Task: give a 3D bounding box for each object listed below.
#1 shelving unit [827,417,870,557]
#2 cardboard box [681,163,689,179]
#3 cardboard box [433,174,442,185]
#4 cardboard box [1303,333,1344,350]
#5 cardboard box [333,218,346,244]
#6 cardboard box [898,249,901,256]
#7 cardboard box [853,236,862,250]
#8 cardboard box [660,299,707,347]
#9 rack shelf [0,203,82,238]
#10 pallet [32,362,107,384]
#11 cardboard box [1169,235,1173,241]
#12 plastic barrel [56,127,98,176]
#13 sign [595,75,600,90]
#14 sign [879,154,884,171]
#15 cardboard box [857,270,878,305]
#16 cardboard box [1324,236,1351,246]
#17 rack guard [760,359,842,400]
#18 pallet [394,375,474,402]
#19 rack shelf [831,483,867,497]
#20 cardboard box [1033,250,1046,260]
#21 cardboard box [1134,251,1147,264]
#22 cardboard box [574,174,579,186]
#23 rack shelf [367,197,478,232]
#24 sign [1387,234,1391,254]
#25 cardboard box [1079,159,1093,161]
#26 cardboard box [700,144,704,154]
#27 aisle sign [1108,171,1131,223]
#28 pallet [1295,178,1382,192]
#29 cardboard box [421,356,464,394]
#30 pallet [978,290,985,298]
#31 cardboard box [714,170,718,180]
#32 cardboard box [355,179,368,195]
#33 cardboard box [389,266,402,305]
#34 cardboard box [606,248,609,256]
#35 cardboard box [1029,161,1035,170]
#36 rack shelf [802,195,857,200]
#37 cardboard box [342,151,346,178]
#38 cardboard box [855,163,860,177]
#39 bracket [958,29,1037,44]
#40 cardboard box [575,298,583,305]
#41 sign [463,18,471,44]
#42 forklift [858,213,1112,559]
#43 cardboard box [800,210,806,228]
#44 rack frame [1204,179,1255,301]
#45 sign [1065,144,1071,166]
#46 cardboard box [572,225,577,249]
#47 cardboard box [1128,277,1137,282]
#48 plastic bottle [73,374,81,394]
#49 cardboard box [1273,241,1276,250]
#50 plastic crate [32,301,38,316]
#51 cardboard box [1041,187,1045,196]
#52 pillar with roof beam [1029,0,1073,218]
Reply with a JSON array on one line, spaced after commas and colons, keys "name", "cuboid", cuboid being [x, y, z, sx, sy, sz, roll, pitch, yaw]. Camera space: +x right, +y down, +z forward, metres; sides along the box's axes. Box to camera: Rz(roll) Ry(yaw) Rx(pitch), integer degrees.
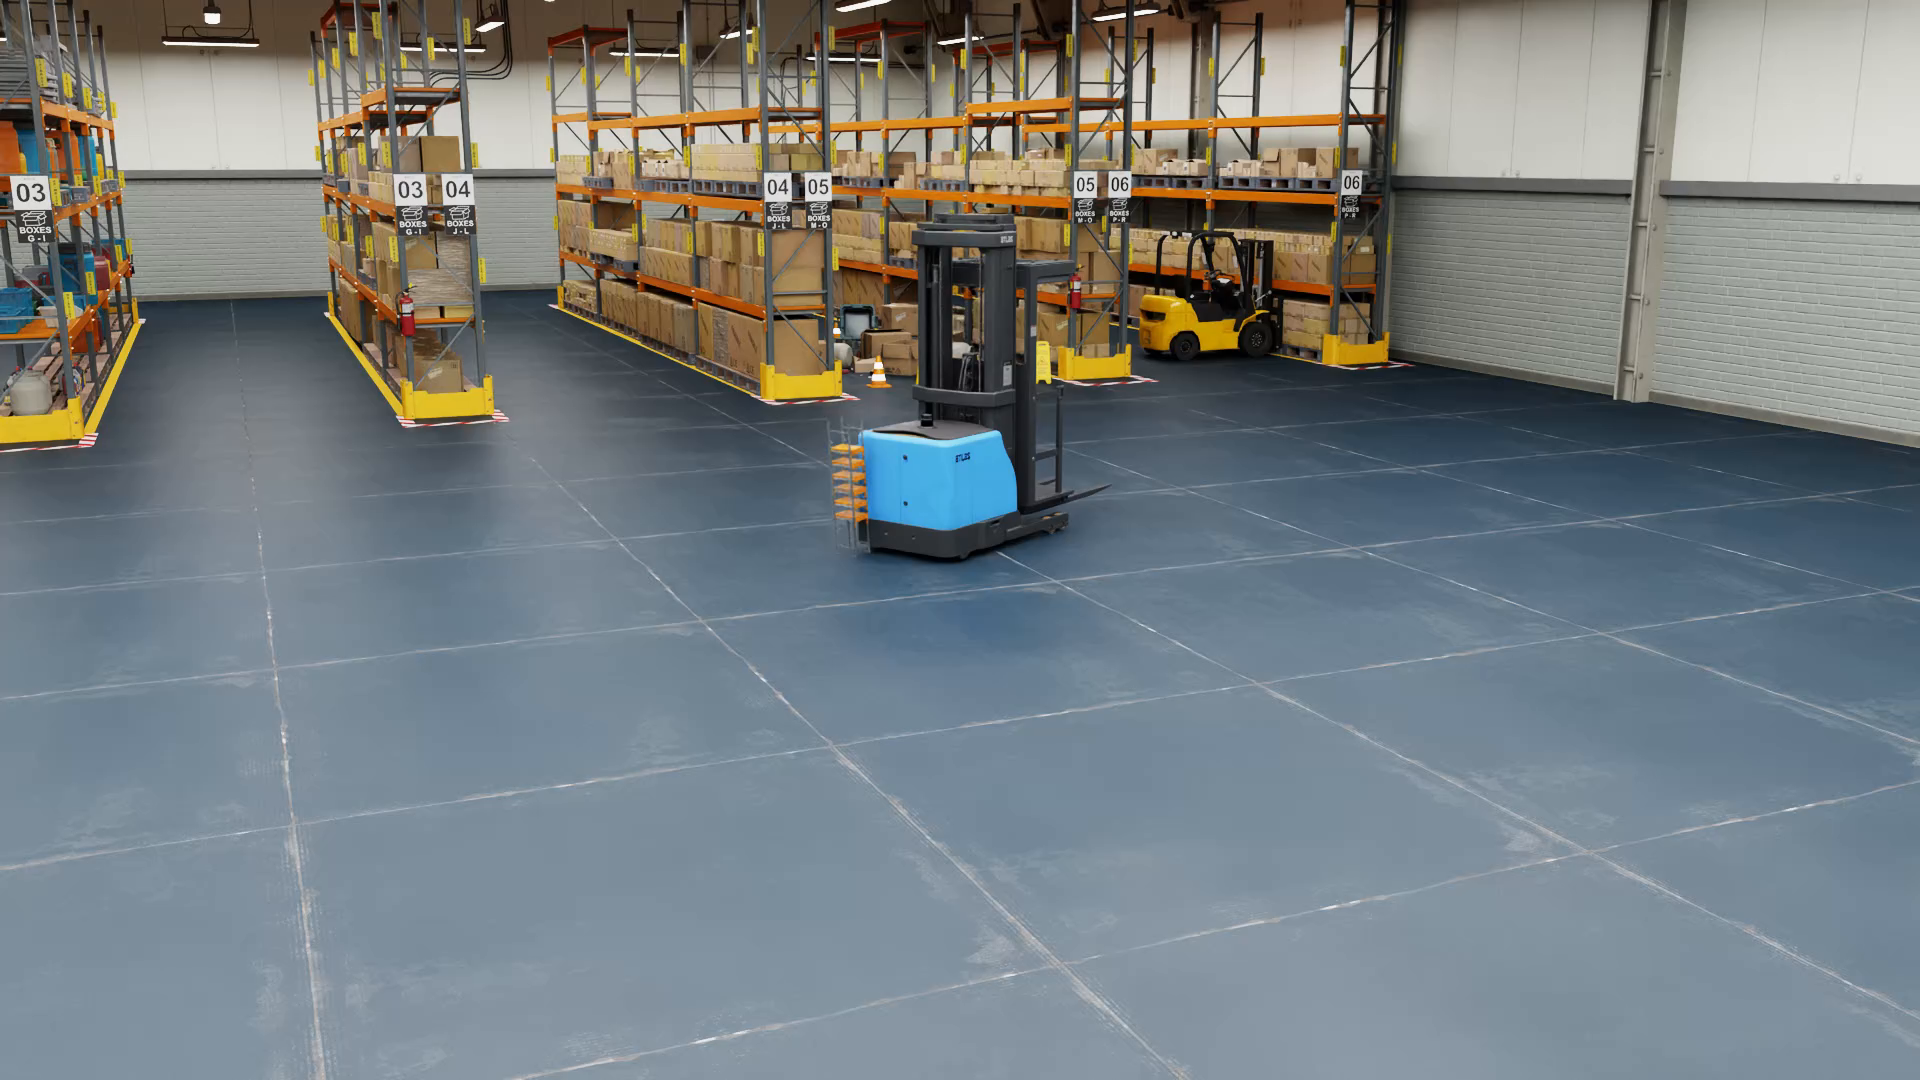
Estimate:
[{"name": "shelving unit", "cuboid": [-0.972, -0.461, 14.558, 0.258, 1.200, 0.189, 9, 20, 34]}, {"name": "cardboard box", "cuboid": [-4.357, -6.170, 27.782, 0.500, 0.250, 0.500, -5, 14, -22]}, {"name": "cardboard box", "cuboid": [-6.809, -4.803, 22.147, 0.380, 0.149, 0.250, -6, 14, -23]}, {"name": "cardboard box", "cuboid": [6.239, -3.421, 28.544, 0.500, 0.250, 0.500, -6, 14, -23]}, {"name": "cardboard box", "cuboid": [-12.343, -6.234, 33.543, 0.500, 0.500, 0.500, -5, 14, -22]}, {"name": "cardboard box", "cuboid": [-0.992, -5.628, 32.539, 0.380, 0.149, 0.250, -7, 15, -26]}, {"name": "cardboard box", "cuboid": [-1.894, -6.148, 34.385, 0.500, 0.250, 0.500, -6, 14, -24]}, {"name": "cardboard box", "cuboid": [-4.641, -3.825, 29.181, 1.050, 0.750, 0.750, -6, 14, -23]}, {"name": "rack shelf", "cuboid": [-12.250, -4.220, 21.773, 1.077, 0.370, 4.000, -6, 14, -23]}, {"name": "pallet", "cuboid": [-13.893, -2.575, 25.906, 1.003, 0.211, 1.213, -6, 14, -23]}, {"name": "cardboard box", "cuboid": [4.330, -5.938, 32.593, 0.380, 0.149, 0.250, -6, 14, -24]}, {"name": "plastic barrel", "cuboid": [-15.432, -6.746, 29.050, 0.600, 0.901, 0.708, -6, 14, -23]}, {"name": "sign", "cuboid": [-8.218, -10.377, 37.704, 0.100, 0.325, 0.005, -6, 14, -23]}, {"name": "sign", "cuboid": [-1.546, -7.394, 32.571, 0.100, 0.325, 0.005, -6, 14, -23]}, {"name": "cardboard box", "cuboid": [-1.589, -5.195, 34.825, 0.875, 0.875, 0.875, -5, 14, -22]}, {"name": "cardboard box", "cuboid": [6.380, -5.052, 28.105, 0.380, 0.149, 0.250, -6, 14, -23]}, {"name": "rack guard", "cuboid": [-2.315, -2.347, 24.283, 1.175, 0.500, 0.348, -6, 14, -23]}, {"name": "pallet", "cuboid": [-7.719, -2.223, 24.386, 1.003, 0.211, 1.213, -6, 14, -23]}, {"name": "rack shelf", "cuboid": [-0.971, -0.419, 14.571, 0.258, 0.103, 0.180, 9, 20, 34]}, {"name": "cardboard box", "cuboid": [1.504, -4.423, 26.826, 0.500, 0.500, 0.500, -6, 14, -23]}, {"name": "cardboard box", "cuboid": [3.875, -5.743, 33.744, 0.500, 0.250, 0.500, -6, 14, -25]}, {"name": "cardboard box", "cuboid": [-7.969, -7.724, 35.650, 0.500, 0.250, 0.500, -6, 14, -24]}, {"name": "rack shelf", "cuboid": [-7.711, -4.667, 23.706, 1.077, 0.370, 4.000, -6, 14, -23]}, {"name": "sign", "cuboid": [7.227, -4.996, 28.090, 0.100, 0.325, 0.005, -6, 14, -23]}, {"name": "cardboard box", "cuboid": [2.687, -8.128, 35.852, 0.380, 0.149, 0.250, -6, 14, -24]}, {"name": "cardboard box", "cuboid": [-3.889, -6.166, 26.224, 0.380, 0.149, 0.250, -6, 14, -23]}, {"name": "aisle sign", "cuboid": [2.479, -5.320, 25.817, 0.394, 0.787, 0.004, -6, 14, -23]}, {"name": "pallet", "cuboid": [6.457, -6.054, 28.298, 1.003, 0.211, 1.213, -6, 14, -23]}, {"name": "cardboard box", "cuboid": [-7.145, -2.260, 22.976, 0.500, 0.500, 0.500, -3, 13, -13]}, {"name": "pallet", "cuboid": [1.143, -6.002, 40.716, 1.003, 0.211, 1.213, -6, 14, -23]}, {"name": "cardboard box", "cuboid": [-3.581, -5.620, 25.631, 0.380, 0.149, 0.250, -6, 14, -23]}, {"name": "cardboard box", "cuboid": [-9.740, -5.853, 27.565, 0.500, 0.250, 0.500, -5, 14, -22]}, {"name": "cardboard box", "cuboid": [-7.416, -3.545, 23.034, 0.875, 0.500, 0.500, -6, 14, -23]}, {"name": "cardboard box", "cuboid": [-6.770, -5.687, 32.795, 0.380, 0.149, 0.250, -6, 14, -26]}, {"name": "cardboard box", "cuboid": [1.350, -6.081, 27.009, 0.380, 0.149, 0.250, -6, 14, -25]}, {"name": "rack shelf", "cuboid": [-3.438, -8.041, 38.285, 1.077, 0.370, 4.000, -6, 14, -23]}, {"name": "cardboard box", "cuboid": [-11.476, -7.218, 31.979, 0.700, 0.500, 0.500, -5, 14, -22]}, {"name": "cardboard box", "cuboid": [-1.907, -7.544, 33.909, 0.396, 0.266, 0.258, -6, 14, -24]}, {"name": "bracket", "cuboid": [0.933, -12.454, 41.120, 0.076, 0.066, 4.783, -6, 14, -23]}, {"name": "cardboard box", "cuboid": [-8.321, -5.291, 36.848, 0.380, 0.149, 0.250, -6, 14, -26]}, {"name": "sign", "cuboid": [-6.413, -6.608, 21.598, 0.100, 0.325, 0.005, -6, 14, -23]}, {"name": "forklift", "cuboid": [0.368, -1.542, 15.411, 1.130, 2.935, 3.031, 9, 16, 35]}, {"name": "cardboard box", "cuboid": [-3.275, -7.231, 37.402, 0.500, 0.500, 0.500, -6, 14, -24]}, {"name": "rack frame", "cuboid": [5.114, -5.314, 31.556, 1.000, 3.000, 0.127, -6, 14, -23]}, {"name": "sign", "cuboid": [1.653, -5.885, 25.408, 0.100, 0.325, 0.005, -6, 14, -23]}, {"name": "cardboard box", "cuboid": [-8.175, -6.636, 36.389, 0.500, 0.500, 0.500, -6, 14, -24]}, {"name": "cardboard box", "cuboid": [3.589, -5.579, 35.875, 0.380, 0.149, 0.250, -5, 14, -20]}, {"name": "plastic bottle", "cuboid": [-12.261, -2.162, 23.004, 0.152, 0.276, 0.135, -5, 14, -22]}, {"name": "cardboard box", "cuboid": [5.767, -5.221, 29.495, 0.380, 0.149, 0.250, -6, 14, -23]}, {"name": "plastic crate", "cuboid": [-12.766, -3.113, 22.517, 0.450, 0.188, 0.662, -6, 14, -23]}, {"name": "cardboard box", "cuboid": [1.525, -5.590, 26.656, 0.380, 0.149, 0.250, -6, 14, -23]}, {"name": "pillar with roof beam", "cuboid": [-1.488, -9.726, 37.314, 9.100, 9.000, 0.548, -6, 14, -23]}]
